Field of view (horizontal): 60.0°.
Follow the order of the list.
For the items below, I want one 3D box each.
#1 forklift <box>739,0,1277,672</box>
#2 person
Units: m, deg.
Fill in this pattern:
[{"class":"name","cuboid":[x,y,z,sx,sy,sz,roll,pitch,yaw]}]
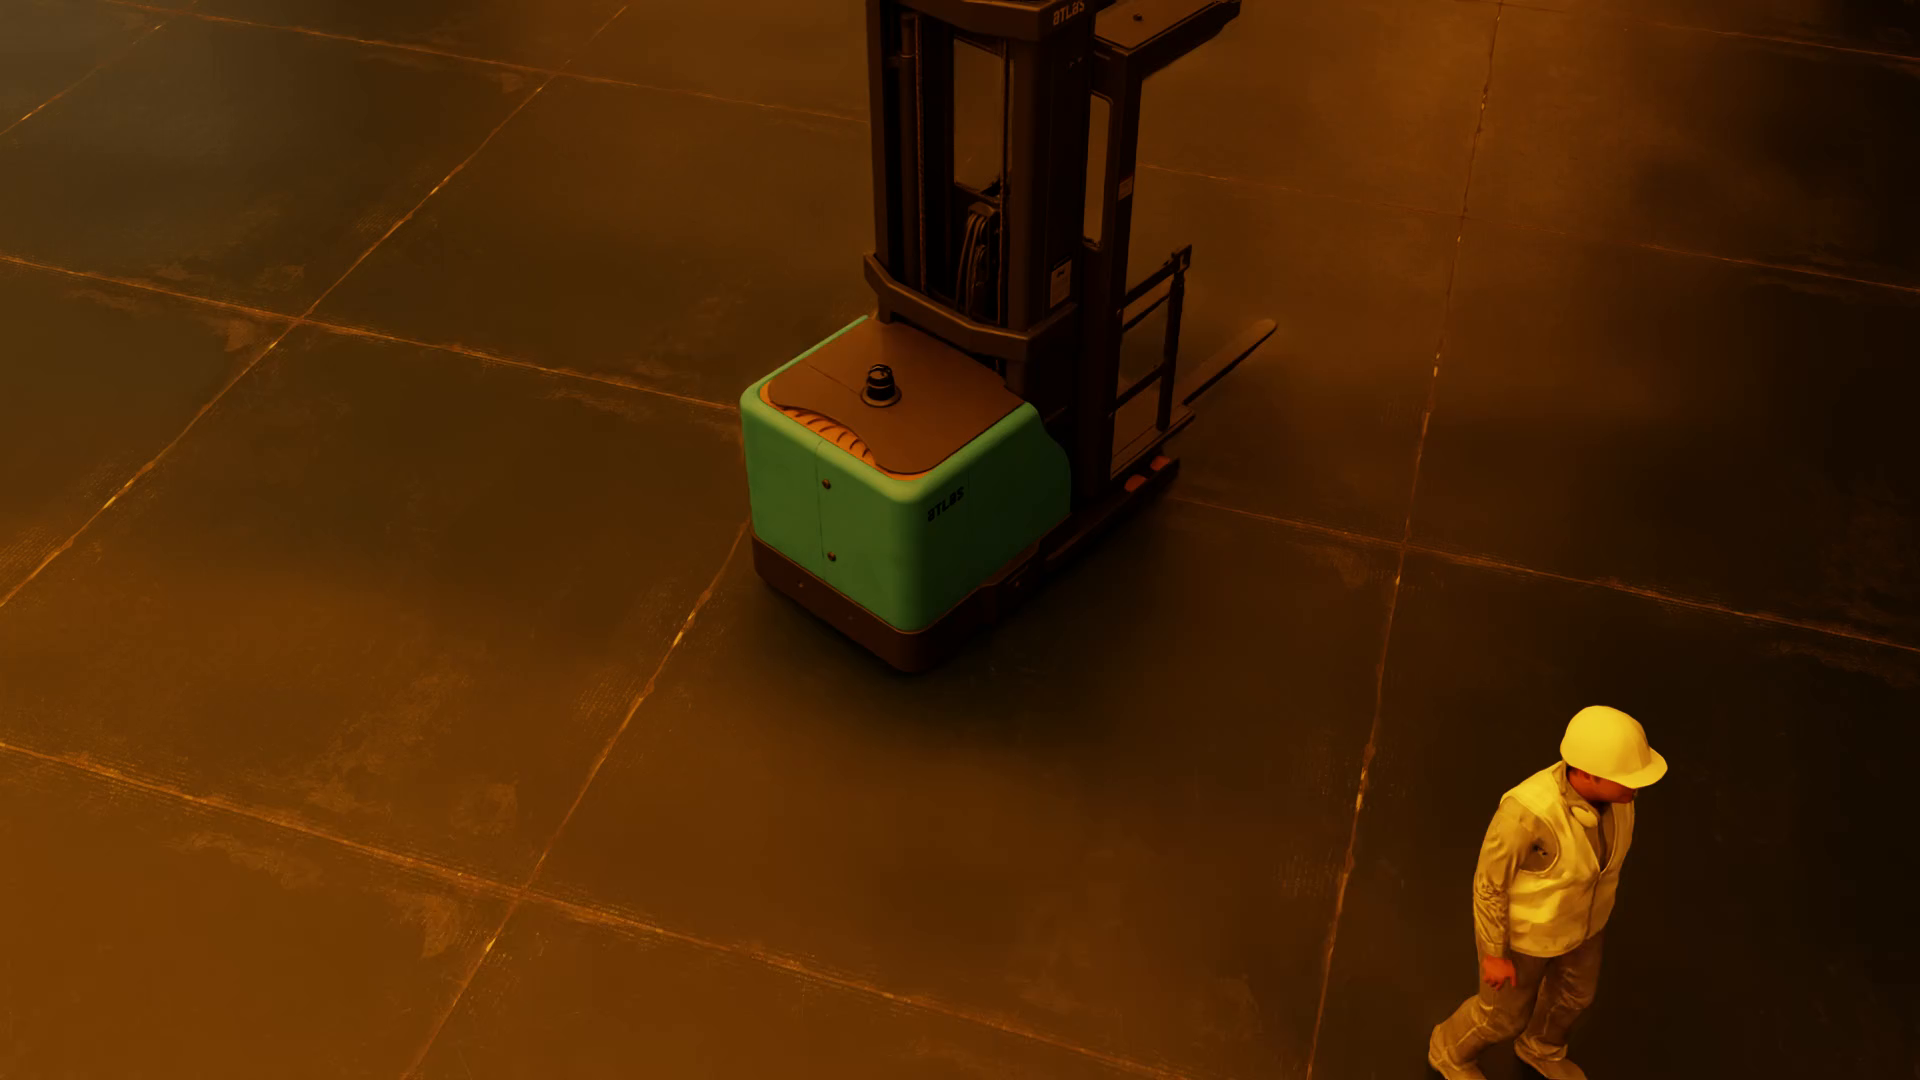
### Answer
[{"class":"forklift","cuboid":[0.415,-1.430,7.226,1.130,2.935,3.031,31,51,29]},{"class":"person","cuboid":[1.883,1.221,5.254,0.614,1.799,0.508,-23,48,-23]}]
